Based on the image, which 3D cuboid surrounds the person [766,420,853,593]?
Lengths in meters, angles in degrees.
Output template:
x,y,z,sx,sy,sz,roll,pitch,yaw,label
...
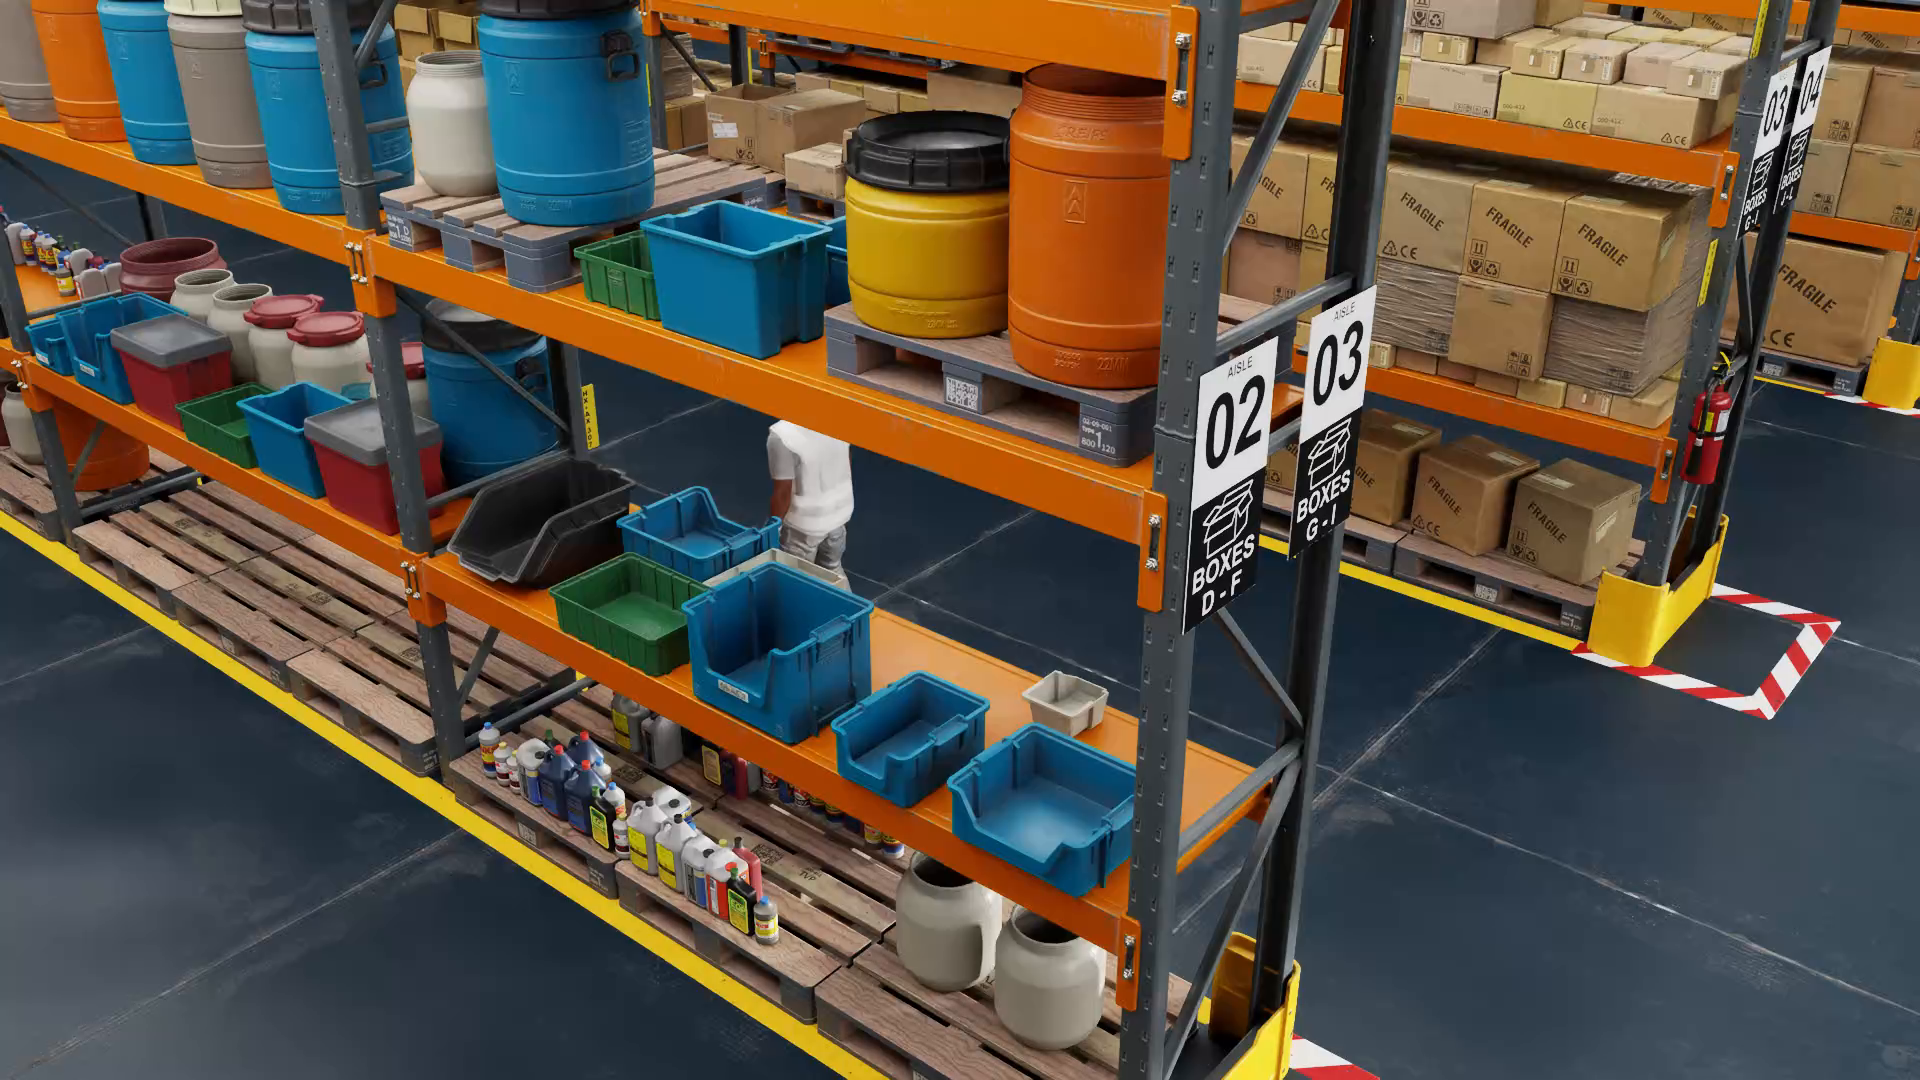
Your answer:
x,y,z,sx,sy,sz,roll,pitch,yaw,label
-0.814,-0.145,8.893,0.451,1.771,0.618,19,33,32,person
